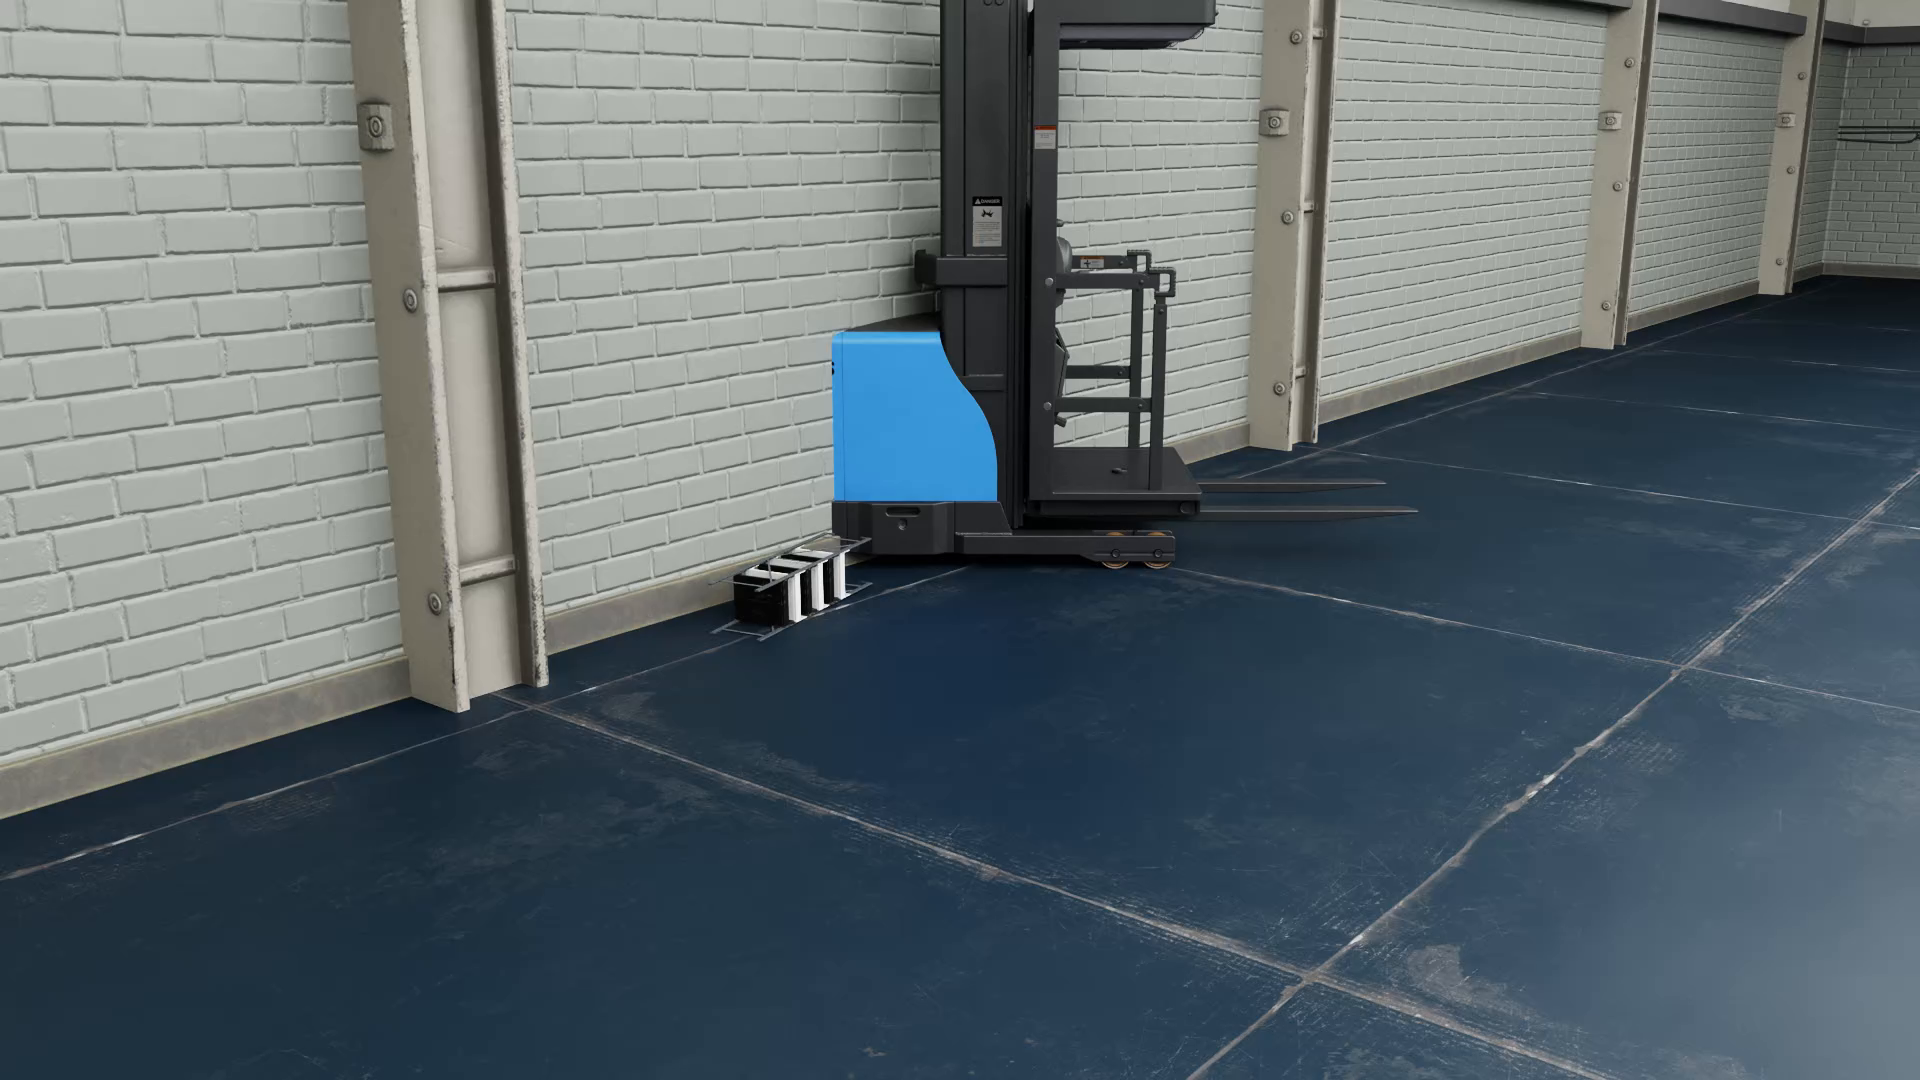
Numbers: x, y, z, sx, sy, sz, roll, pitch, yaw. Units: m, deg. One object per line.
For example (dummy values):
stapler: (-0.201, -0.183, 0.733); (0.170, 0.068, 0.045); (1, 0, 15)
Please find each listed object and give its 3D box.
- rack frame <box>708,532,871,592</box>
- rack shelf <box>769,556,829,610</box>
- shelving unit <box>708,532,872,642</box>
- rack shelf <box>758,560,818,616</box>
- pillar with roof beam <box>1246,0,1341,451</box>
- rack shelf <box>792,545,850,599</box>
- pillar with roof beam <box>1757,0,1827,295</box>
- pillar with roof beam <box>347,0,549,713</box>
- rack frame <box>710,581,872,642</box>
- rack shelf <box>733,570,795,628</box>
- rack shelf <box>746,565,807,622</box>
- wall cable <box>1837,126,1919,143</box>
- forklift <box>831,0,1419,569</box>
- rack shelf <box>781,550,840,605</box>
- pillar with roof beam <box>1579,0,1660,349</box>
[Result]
rack frame: (-0.694, 0.085, 6.935); (0.240, 0.006, 0.900); (7, 16, 25)
rack shelf: (-0.679, 0.175, 6.989); (0.258, 0.200, 0.077); (7, 16, 25)
shelving unit: (-0.694, 0.183, 6.960); (0.258, 0.210, 0.900); (7, 16, 25)
rack shelf: (-0.719, 0.196, 6.911); (0.258, 0.200, 0.077); (7, 16, 25)
pillar with roof beam: (5.381, -4.306, 6.799); (9.100, 9.000, 0.400); (11, 18, 38)
rack shelf: (-0.599, 0.134, 7.145); (0.258, 0.200, 0.077); (7, 16, 25)
pillar with roof beam: (12.924, -6.605, 15.845); (9.100, 9.000, 0.400); (11, 18, 38)
pillar with roof beam: (1.610, -3.157, 2.275); (9.100, 9.000, 0.400); (11, 18, 38)
rack frame: (-0.693, 0.281, 6.986); (0.240, 0.006, 0.900); (7, 16, 25)
rack shelf: (-0.799, 0.237, 6.755); (0.258, 0.200, 0.077); (7, 16, 25)
rack shelf: (-0.759, 0.217, 6.833); (0.258, 0.200, 0.077); (7, 16, 25)
wall cable: (12.455, -6.125, 20.265); (3.097, 2.526, 0.112); (11, 18, 38)
forklift: (0.623, -1.420, 7.760); (3.031, 2.935, 1.130); (0, 14, 0)
rack shelf: (-0.639, 0.155, 7.067); (0.258, 0.200, 0.077); (7, 16, 25)
pillar with roof beam: (9.152, -5.456, 11.322); (9.100, 9.000, 0.400); (11, 18, 38)
